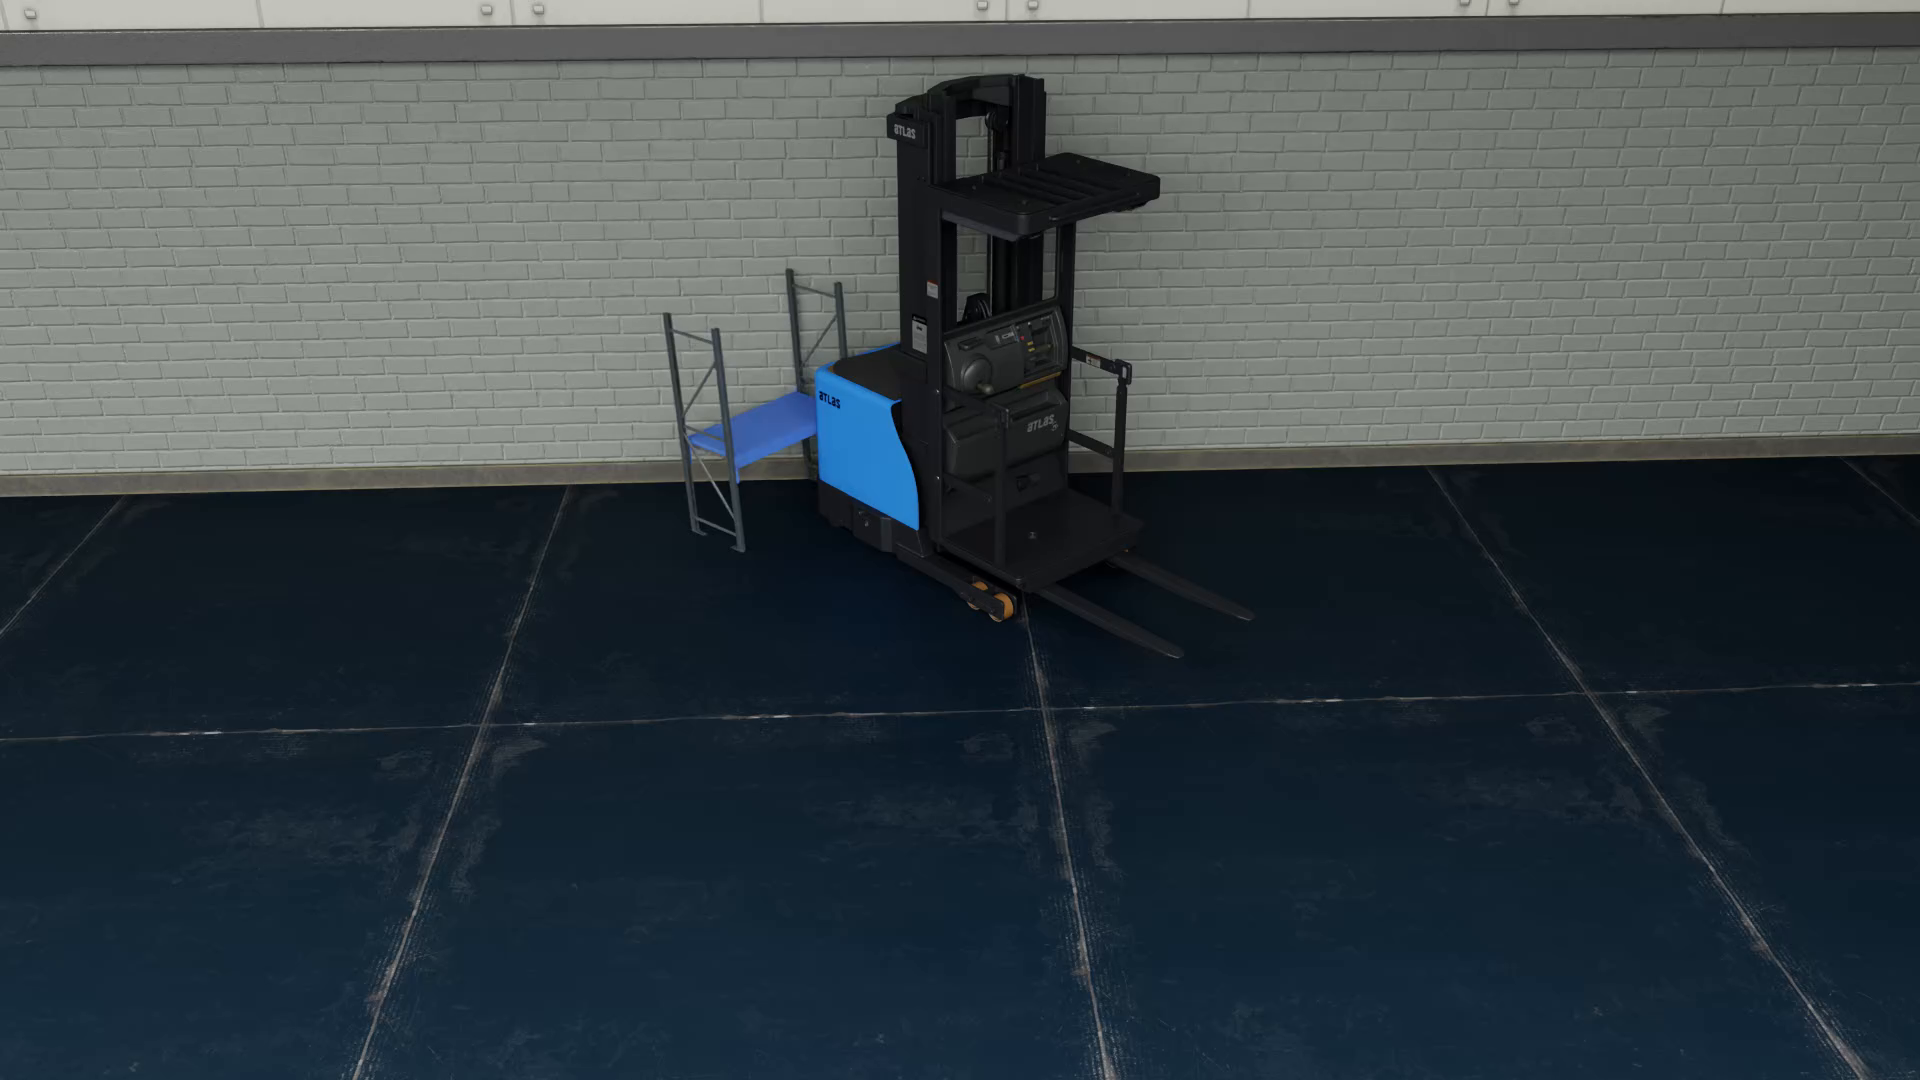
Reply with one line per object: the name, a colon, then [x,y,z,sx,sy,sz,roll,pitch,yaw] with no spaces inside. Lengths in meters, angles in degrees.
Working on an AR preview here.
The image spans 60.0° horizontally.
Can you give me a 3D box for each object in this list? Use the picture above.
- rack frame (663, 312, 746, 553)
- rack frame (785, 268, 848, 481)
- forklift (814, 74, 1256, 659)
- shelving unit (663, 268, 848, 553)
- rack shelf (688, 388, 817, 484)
rack frame: [-1.593,-0.660,10.383,0.500,1.500,0.032,21,36,38]
rack frame: [-0.910,-1.034,11.037,0.500,1.500,0.032,21,36,38]
forklift: [0.420,-1.084,9.658,1.130,2.935,3.031,-23,35,-36]
shelving unit: [-1.251,-0.847,10.710,0.538,1.500,1.048,21,36,38]
rack shelf: [-1.243,-0.688,10.793,0.538,0.185,1.000,21,36,38]
